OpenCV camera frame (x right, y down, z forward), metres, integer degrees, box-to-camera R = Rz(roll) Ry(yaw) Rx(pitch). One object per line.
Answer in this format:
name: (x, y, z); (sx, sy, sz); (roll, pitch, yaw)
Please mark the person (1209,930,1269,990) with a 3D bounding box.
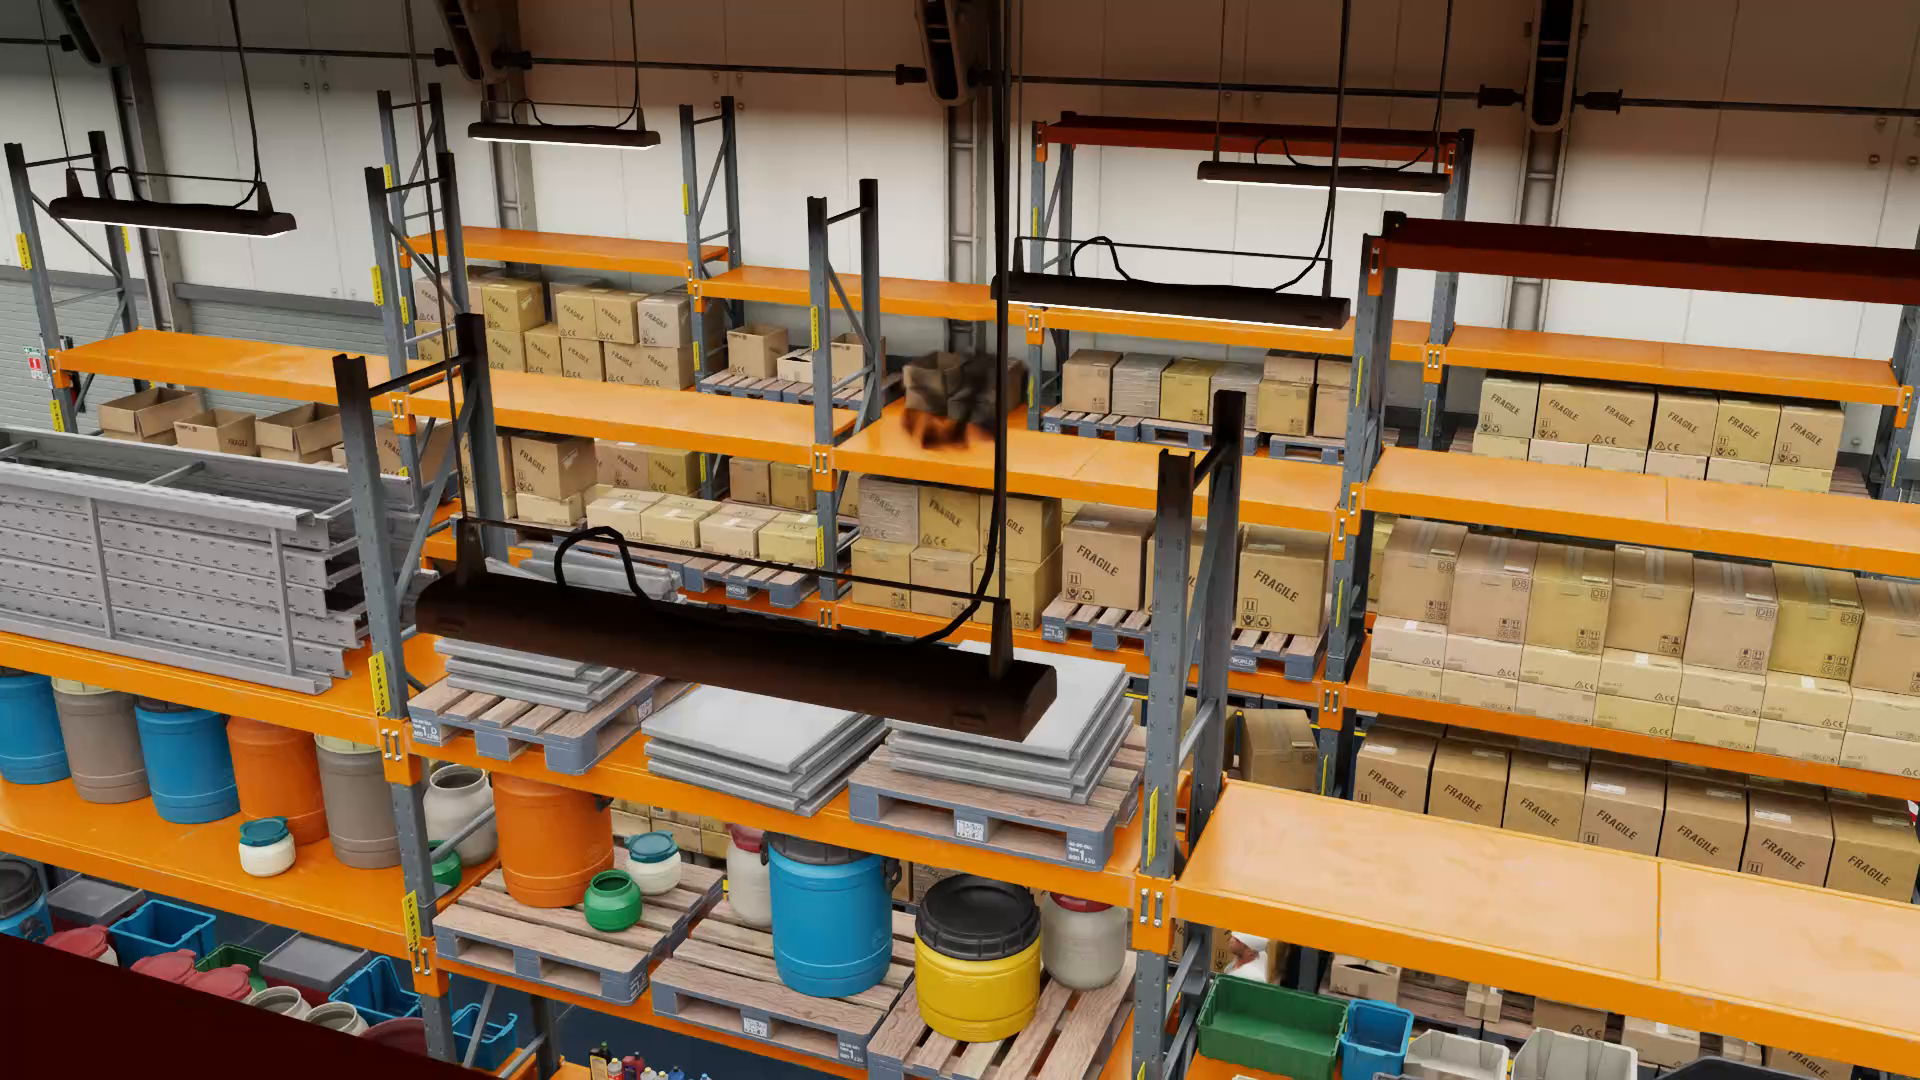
person: (1.850, 3.316, 11.236); (0.577, 1.739, 0.651); (5, 21, 14)
